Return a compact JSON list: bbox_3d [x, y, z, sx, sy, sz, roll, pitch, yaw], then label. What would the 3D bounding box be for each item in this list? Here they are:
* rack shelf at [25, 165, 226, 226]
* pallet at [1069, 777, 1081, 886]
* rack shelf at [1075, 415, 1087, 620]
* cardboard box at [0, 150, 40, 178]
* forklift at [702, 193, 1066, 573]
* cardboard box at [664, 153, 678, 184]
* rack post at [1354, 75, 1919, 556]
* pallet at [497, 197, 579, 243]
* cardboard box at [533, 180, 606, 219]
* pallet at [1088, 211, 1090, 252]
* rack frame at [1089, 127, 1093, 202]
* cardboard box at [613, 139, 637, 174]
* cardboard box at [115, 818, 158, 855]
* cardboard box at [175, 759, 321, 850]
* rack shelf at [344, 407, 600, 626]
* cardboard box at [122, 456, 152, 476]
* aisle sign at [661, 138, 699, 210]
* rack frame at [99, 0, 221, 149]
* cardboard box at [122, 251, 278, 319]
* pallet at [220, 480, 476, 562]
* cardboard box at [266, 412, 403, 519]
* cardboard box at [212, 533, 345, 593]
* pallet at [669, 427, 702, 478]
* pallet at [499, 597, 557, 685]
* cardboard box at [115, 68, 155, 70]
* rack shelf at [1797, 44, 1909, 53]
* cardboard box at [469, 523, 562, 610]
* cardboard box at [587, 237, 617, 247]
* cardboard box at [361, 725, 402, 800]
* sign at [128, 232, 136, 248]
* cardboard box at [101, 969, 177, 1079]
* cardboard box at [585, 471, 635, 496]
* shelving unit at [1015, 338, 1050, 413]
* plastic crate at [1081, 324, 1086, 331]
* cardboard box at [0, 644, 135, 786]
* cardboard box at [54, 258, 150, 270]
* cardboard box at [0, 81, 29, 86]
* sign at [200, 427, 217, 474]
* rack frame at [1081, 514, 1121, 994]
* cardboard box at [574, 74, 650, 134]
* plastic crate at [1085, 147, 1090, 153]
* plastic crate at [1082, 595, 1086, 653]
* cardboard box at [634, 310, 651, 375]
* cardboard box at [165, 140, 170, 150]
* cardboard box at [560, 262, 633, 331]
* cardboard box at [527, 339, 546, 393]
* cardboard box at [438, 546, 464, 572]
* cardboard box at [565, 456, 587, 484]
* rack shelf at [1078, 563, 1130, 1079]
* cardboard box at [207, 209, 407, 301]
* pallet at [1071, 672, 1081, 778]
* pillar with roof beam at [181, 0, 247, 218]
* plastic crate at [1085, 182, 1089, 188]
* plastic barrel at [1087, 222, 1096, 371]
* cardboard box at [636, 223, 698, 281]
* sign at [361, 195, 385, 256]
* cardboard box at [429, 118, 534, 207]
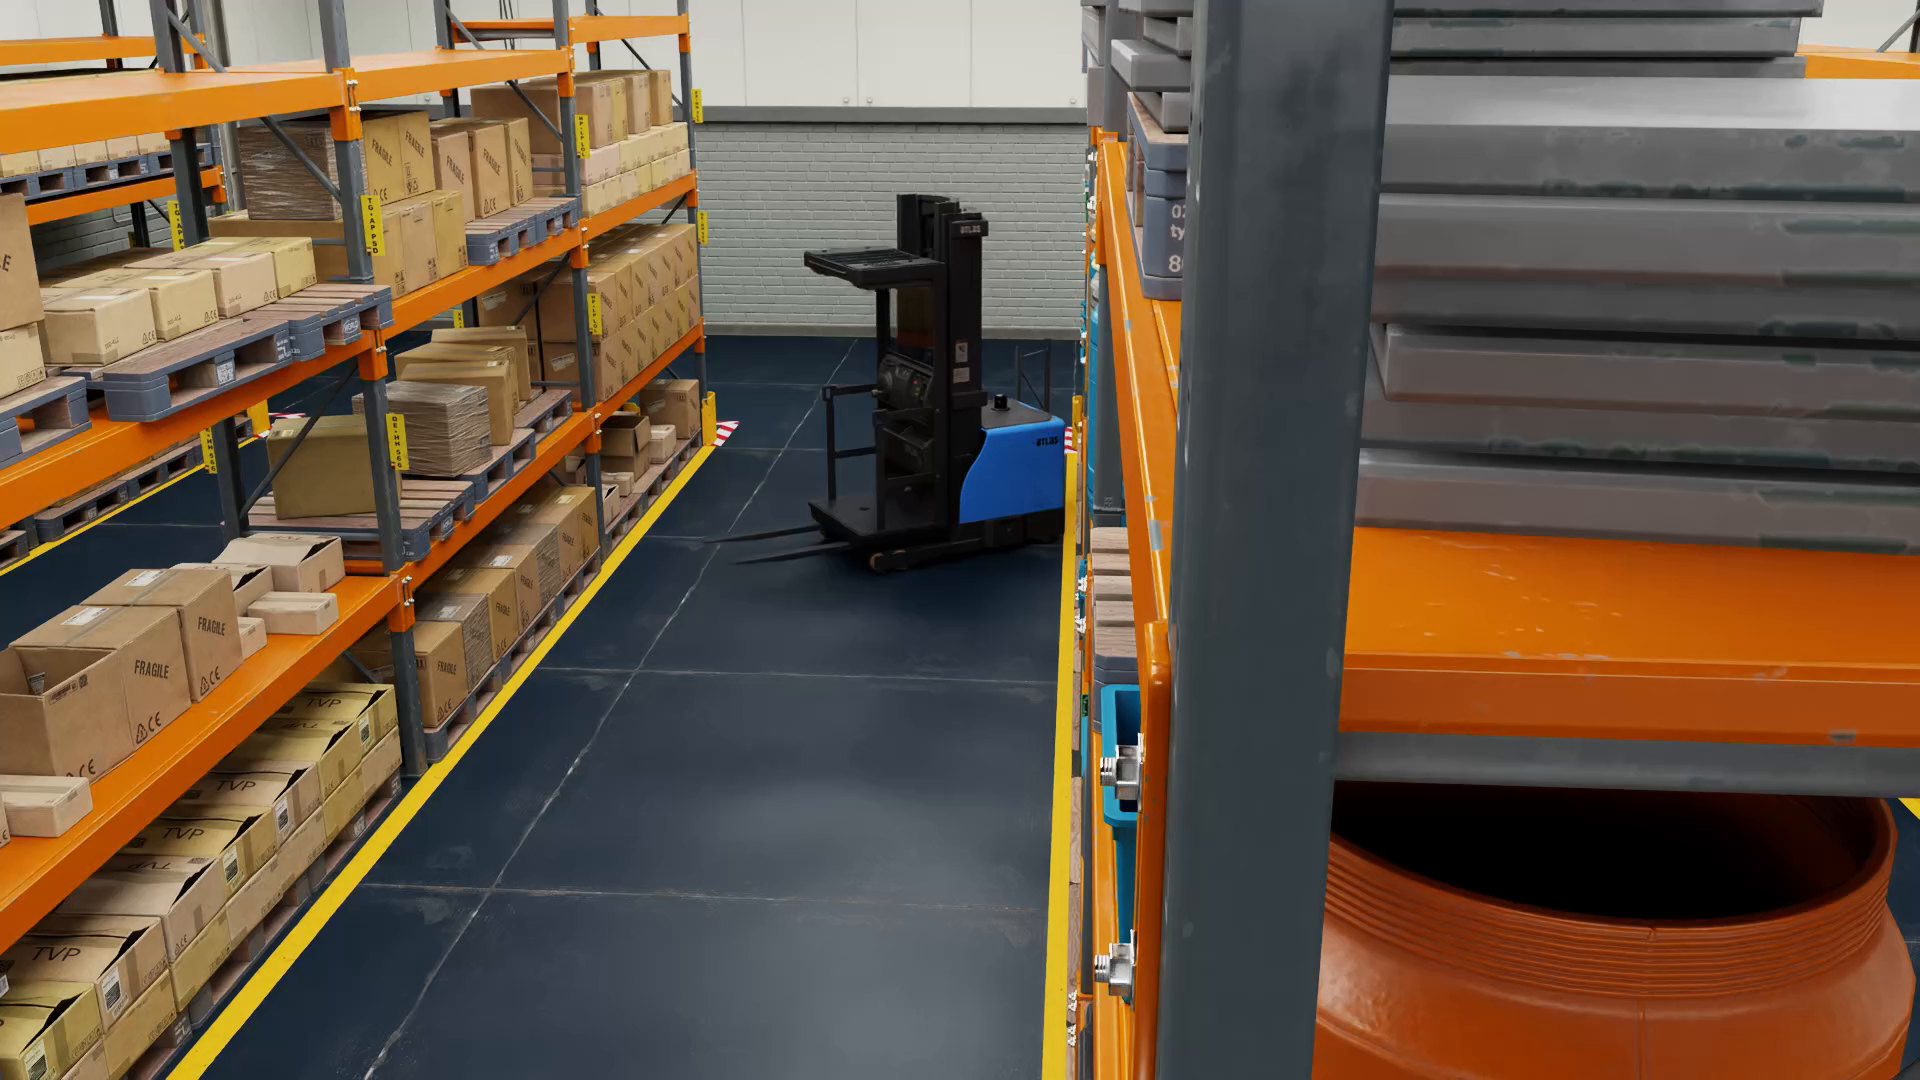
[{"bbox_3d":[-8.258,-3.072,15.321,1.077,0.370,4.000,1,18,4],"label":"rack shelf"},{"bbox_3d":[1.099,1.661,9.016,1.003,0.211,1.213,1,18,4],"label":"pallet"},{"bbox_3d":[1.336,-0.184,11.321,1.077,0.370,4.000,1,18,4],"label":"rack shelf"},{"bbox_3d":[-8.089,-3.178,13.892,0.500,0.250,0.500,1,18,4],"label":"cardboard box"},{"bbox_3d":[-0.636,-1.306,13.703,3.031,2.935,1.130,-9,20,-26],"label":"forklift"},{"bbox_3d":[-2.994,-3.534,15.816,0.500,0.250,0.500,1,18,4],"label":"cardboard box"},{"bbox_3d":[0.801,-0.265,1.582,0.937,0.300,0.954,3,18,10],"label":"rack post"},{"bbox_3d":[-3.577,-2.393,12.395,1.213,0.211,1.003,1,18,4],"label":"pallet"},{"bbox_3d":[-3.179,-2.758,13.446,0.500,0.250,0.500,1,18,4],"label":"cardboard box"},{"bbox_3d":[1.521,-2.237,11.918,1.213,0.211,1.003,1,18,4],"label":"pallet"},{"bbox_3d":[1.480,-3.997,12.171,1.000,3.000,0.127,1,18,4],"label":"rack frame"},{"bbox_3d":[-3.096,-3.306,14.316,0.500,0.250,0.500,1,18,4],"label":"cardboard box"},{"bbox_3d":[-4.182,1.462,7.985,0.500,0.311,0.500,1,18,3],"label":"cardboard box"},{"bbox_3d":[-3.609,1.311,8.446,0.500,0.311,0.500,1,18,4],"label":"cardboard box"},{"bbox_3d":[-3.604,-0.295,11.662,1.077,0.370,4.000,1,18,4],"label":"rack shelf"},{"bbox_3d":[-8.167,-0.925,15.768,0.700,0.500,0.500,2,18,5],"label":"cardboard box"},{"bbox_3d":[-2.863,-3.750,16.876,0.394,0.787,0.004,1,18,4],"label":"aisle sign"},{"bbox_3d":[-8.115,-5.461,16.637,1.000,3.000,0.127,1,18,4],"label":"rack frame"},{"bbox_3d":[-3.743,-1.264,8.214,0.500,0.250,0.500,2,18,5],"label":"cardboard box"},{"bbox_3d":[-3.769,-0.137,10.332,1.213,0.211,1.003,1,18,4],"label":"pallet"},{"bbox_3d":[-3.815,-0.461,10.178,0.700,0.500,0.500,-5,19,-15],"label":"cardboard box"},{"bbox_3d":[-3.817,0.138,9.327,0.500,0.311,0.500,2,18,7],"label":"cardboard box"},{"bbox_3d":[-3.235,-0.904,16.844,1.003,0.211,1.213,1,18,4],"label":"pallet"},{"bbox_3d":[-3.566,0.700,11.947,1.003,0.211,1.213,1,18,4],"label":"pallet"},{"bbox_3d":[-7.895,-4.334,16.218,0.500,0.500,0.500,1,18,4],"label":"cardboard box"},{"bbox_3d":[6.563,-3.976,13.903,1.077,0.370,4.000,1,18,4],"label":"rack shelf"},{"bbox_3d":[-3.290,0.189,12.336,0.500,0.500,0.500,2,18,5],"label":"cardboard box"},{"bbox_3d":[-3.539,-2.574,15.694,0.500,0.500,0.500,2,18,5],"label":"cardboard box"},{"bbox_3d":[-3.542,1.260,9.502,0.500,0.250,0.500,2,18,5],"label":"cardboard box"},{"bbox_3d":[-8.668,-3.073,17.468,0.100,0.325,0.005,1,18,4],"label":"sign"},{"bbox_3d":[-3.720,2.055,7.076,0.500,0.250,0.500,2,18,5],"label":"cardboard box"},{"bbox_3d":[-3.163,-0.515,15.022,0.380,0.166,0.250,1,18,4],"label":"cardboard box"},{"bbox_3d":[0.257,-1.177,15.608,1.083,1.500,0.587,14,23,36],"label":"shelving unit"},{"bbox_3d":[1.326,-1.860,15.454,0.416,0.233,0.300,1,18,4],"label":"plastic crate"},{"bbox_3d":[-3.925,0.777,7.074,0.500,0.500,0.500,3,18,8],"label":"cardboard box"},{"bbox_3d":[-8.183,-2.368,16.350,0.980,0.700,0.700,1,18,3],"label":"cardboard box"},{"bbox_3d":[-8.071,-3.541,13.795,0.500,0.500,0.500,1,18,3],"label":"cardboard box"},{"bbox_3d":[-4.289,-0.538,9.515,0.100,0.325,0.005,1,18,4],"label":"sign"},{"bbox_3d":[0.906,1.338,5.522,1.000,3.000,0.127,1,18,4],"label":"rack frame"},{"bbox_3d":[-3.244,-3.978,15.162,0.700,0.500,0.500,1,18,4],"label":"cardboard box"},{"bbox_3d":[1.461,-3.639,16.104,0.497,0.269,0.590,1,18,4],"label":"plastic crate"},{"bbox_3d":[0.772,0.560,7.793,0.402,0.464,0.583,1,18,4],"label":"plastic crate"},{"bbox_3d":[-3.081,-1.772,14.855,0.500,0.500,0.500,1,18,4],"label":"cardboard box"},{"bbox_3d":[-7.903,-3.978,16.334,0.500,0.250,0.500,2,18,6],"label":"cardboard box"},{"bbox_3d":[-3.110,-2.081,14.191,0.500,0.500,0.500,1,18,2],"label":"cardboard box"},{"bbox_3d":[-3.681,-1.467,13.922,0.500,0.500,0.500,2,18,5],"label":"cardboard box"},{"bbox_3d":[-3.845,0.343,11.866,0.500,0.500,0.500,1,18,2],"label":"cardboard box"},{"bbox_3d":[-3.649,-0.606,15.066,0.500,0.311,0.500,1,18,4],"label":"cardboard box"},{"bbox_3d":[0.763,0.876,3.272,1.077,0.370,4.000,1,18,4],"label":"rack shelf"},{"bbox_3d":[-3.750,-1.625,9.588,0.910,0.500,0.500,1,18,4],"label":"cardboard box"},{"bbox_3d":[1.208,1.175,10.498,1.003,0.211,1.213,1,18,4],"label":"pallet"},{"bbox_3d":[-4.490,-6.223,18.962,9.100,9.000,0.400,1,18,4],"label":"pillar with roof beam"},{"bbox_3d":[1.227,-2.782,13.549,0.416,0.233,0.300,1,18,4],"label":"plastic crate"},{"bbox_3d":[0.871,-1.080,7.396,0.600,0.830,0.708,1,18,4],"label":"plastic barrel"},{"bbox_3d":[-2.931,-2.879,16.626,0.500,0.500,0.500,1,18,3],"label":"cardboard box"},{"bbox_3d":[-3.194,-1.710,9.049,0.100,0.325,0.005,1,18,4],"label":"sign"},{"bbox_3d":[-3.570,-2.824,12.410,0.600,0.600,0.600,0,18,-1],"label":"cardboard box"}]
